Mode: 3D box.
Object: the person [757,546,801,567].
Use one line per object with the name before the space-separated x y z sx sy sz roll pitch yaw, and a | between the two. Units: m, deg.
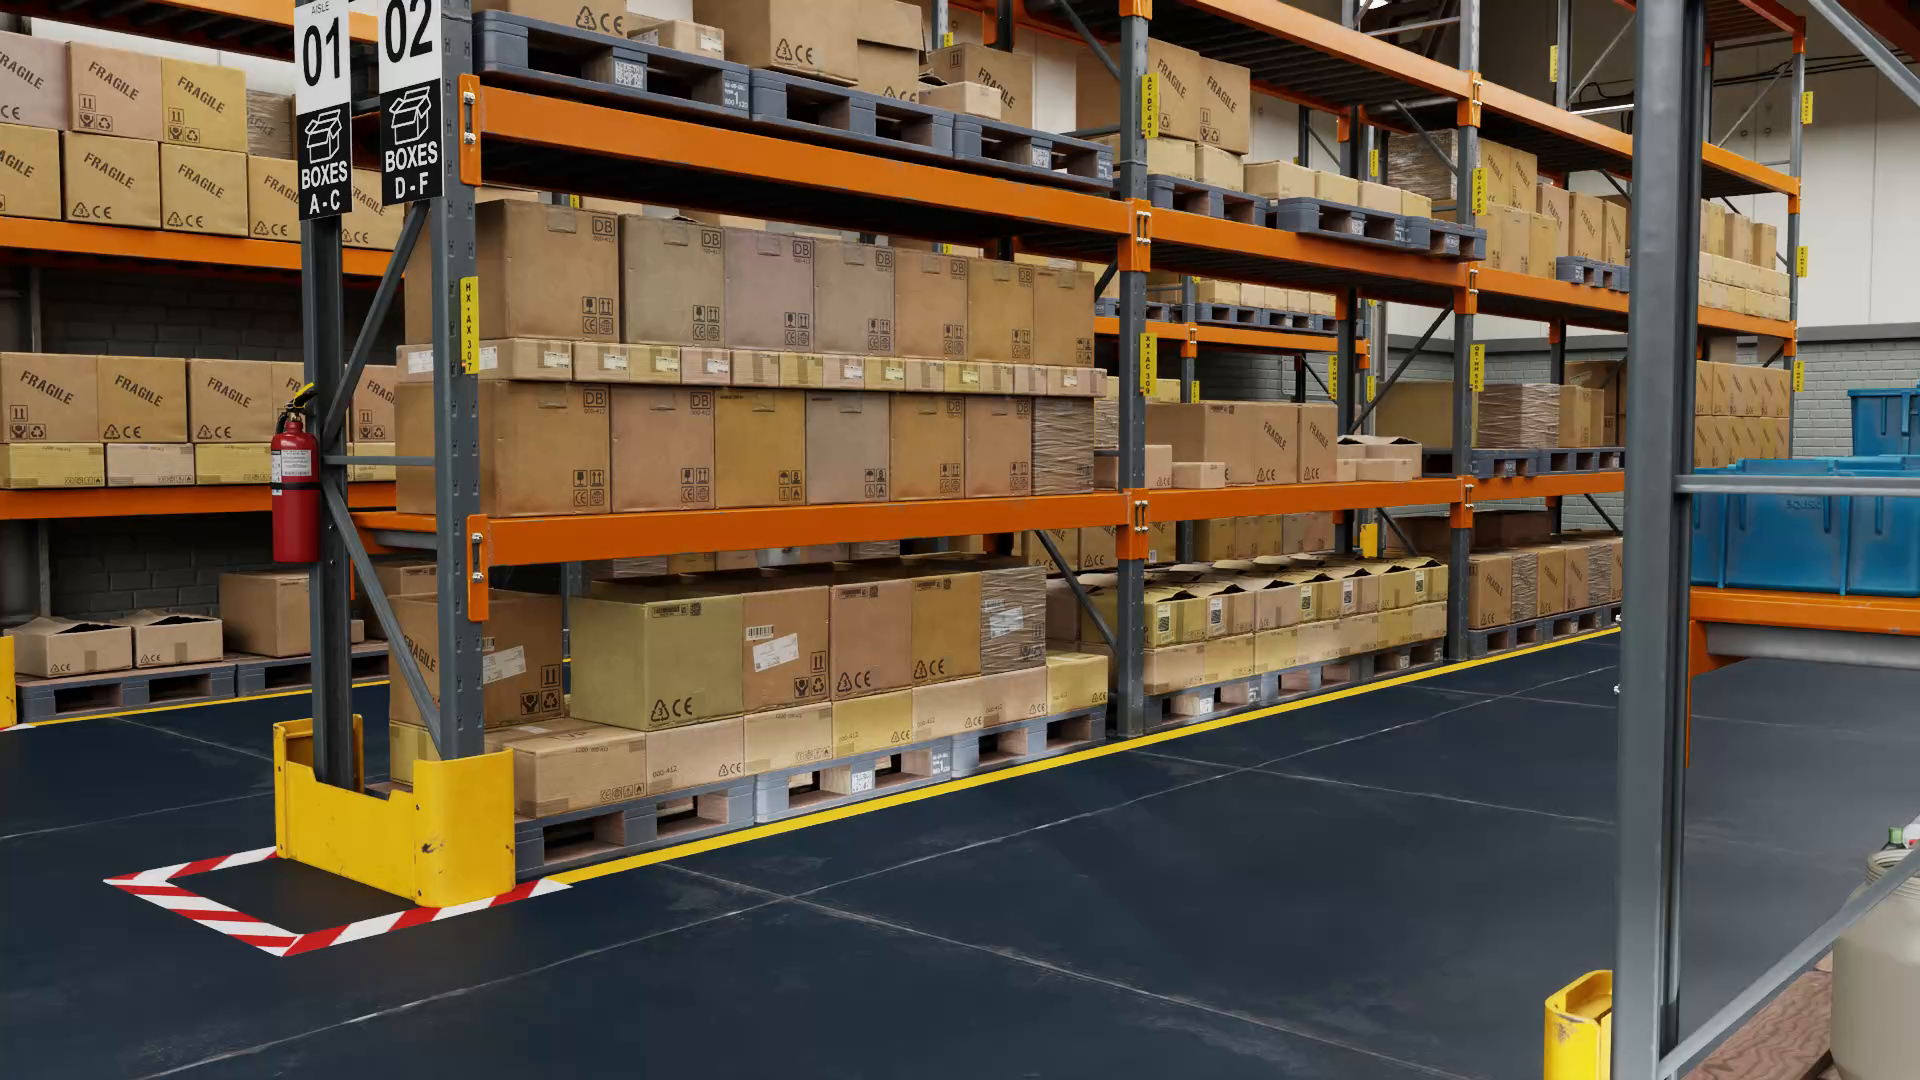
person | -1.365 -0.055 12.432 0.405 1.771 0.518 -2 4 -27
